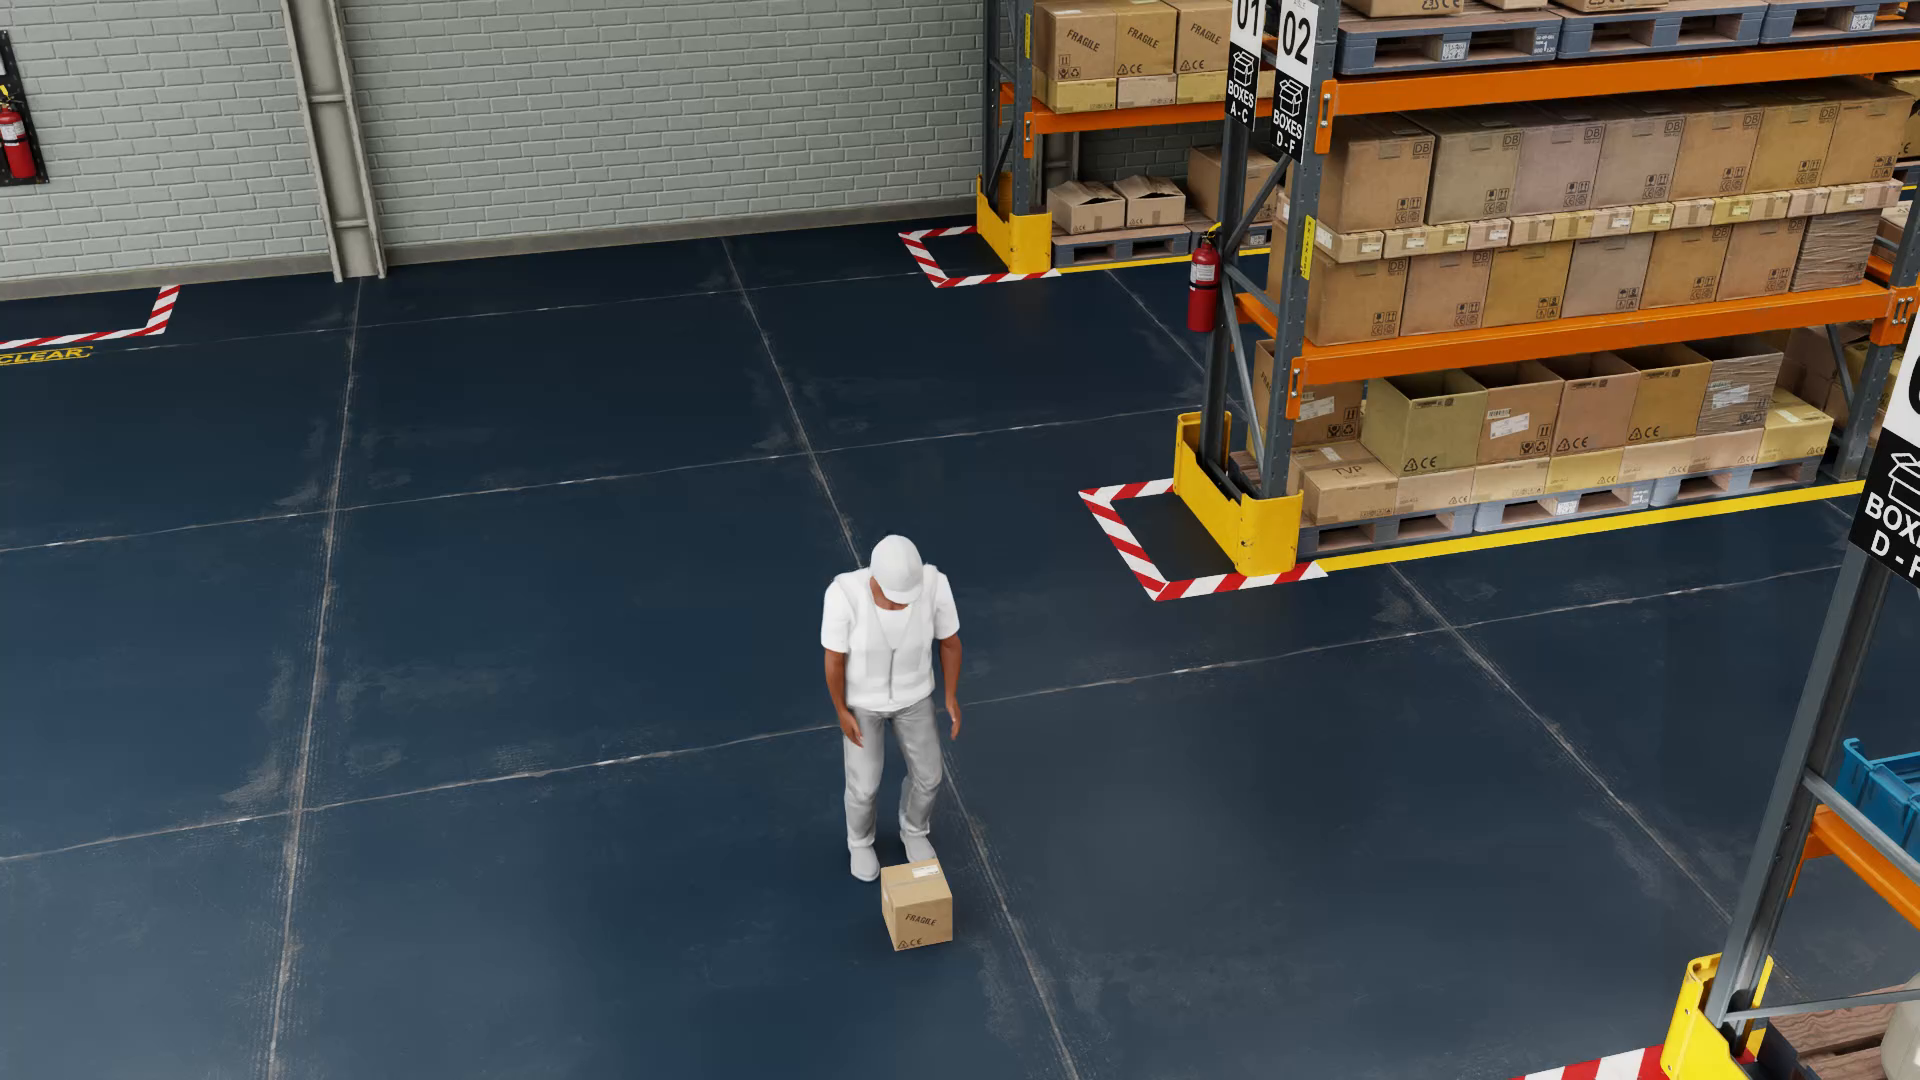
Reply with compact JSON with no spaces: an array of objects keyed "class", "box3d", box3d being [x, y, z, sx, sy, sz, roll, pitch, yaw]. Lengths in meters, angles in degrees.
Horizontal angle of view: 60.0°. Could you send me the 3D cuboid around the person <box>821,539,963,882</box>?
[{"class":"person","box3d":[-0.278,0.692,7.095,0.599,1.696,0.491,-7,31,-12]}]
